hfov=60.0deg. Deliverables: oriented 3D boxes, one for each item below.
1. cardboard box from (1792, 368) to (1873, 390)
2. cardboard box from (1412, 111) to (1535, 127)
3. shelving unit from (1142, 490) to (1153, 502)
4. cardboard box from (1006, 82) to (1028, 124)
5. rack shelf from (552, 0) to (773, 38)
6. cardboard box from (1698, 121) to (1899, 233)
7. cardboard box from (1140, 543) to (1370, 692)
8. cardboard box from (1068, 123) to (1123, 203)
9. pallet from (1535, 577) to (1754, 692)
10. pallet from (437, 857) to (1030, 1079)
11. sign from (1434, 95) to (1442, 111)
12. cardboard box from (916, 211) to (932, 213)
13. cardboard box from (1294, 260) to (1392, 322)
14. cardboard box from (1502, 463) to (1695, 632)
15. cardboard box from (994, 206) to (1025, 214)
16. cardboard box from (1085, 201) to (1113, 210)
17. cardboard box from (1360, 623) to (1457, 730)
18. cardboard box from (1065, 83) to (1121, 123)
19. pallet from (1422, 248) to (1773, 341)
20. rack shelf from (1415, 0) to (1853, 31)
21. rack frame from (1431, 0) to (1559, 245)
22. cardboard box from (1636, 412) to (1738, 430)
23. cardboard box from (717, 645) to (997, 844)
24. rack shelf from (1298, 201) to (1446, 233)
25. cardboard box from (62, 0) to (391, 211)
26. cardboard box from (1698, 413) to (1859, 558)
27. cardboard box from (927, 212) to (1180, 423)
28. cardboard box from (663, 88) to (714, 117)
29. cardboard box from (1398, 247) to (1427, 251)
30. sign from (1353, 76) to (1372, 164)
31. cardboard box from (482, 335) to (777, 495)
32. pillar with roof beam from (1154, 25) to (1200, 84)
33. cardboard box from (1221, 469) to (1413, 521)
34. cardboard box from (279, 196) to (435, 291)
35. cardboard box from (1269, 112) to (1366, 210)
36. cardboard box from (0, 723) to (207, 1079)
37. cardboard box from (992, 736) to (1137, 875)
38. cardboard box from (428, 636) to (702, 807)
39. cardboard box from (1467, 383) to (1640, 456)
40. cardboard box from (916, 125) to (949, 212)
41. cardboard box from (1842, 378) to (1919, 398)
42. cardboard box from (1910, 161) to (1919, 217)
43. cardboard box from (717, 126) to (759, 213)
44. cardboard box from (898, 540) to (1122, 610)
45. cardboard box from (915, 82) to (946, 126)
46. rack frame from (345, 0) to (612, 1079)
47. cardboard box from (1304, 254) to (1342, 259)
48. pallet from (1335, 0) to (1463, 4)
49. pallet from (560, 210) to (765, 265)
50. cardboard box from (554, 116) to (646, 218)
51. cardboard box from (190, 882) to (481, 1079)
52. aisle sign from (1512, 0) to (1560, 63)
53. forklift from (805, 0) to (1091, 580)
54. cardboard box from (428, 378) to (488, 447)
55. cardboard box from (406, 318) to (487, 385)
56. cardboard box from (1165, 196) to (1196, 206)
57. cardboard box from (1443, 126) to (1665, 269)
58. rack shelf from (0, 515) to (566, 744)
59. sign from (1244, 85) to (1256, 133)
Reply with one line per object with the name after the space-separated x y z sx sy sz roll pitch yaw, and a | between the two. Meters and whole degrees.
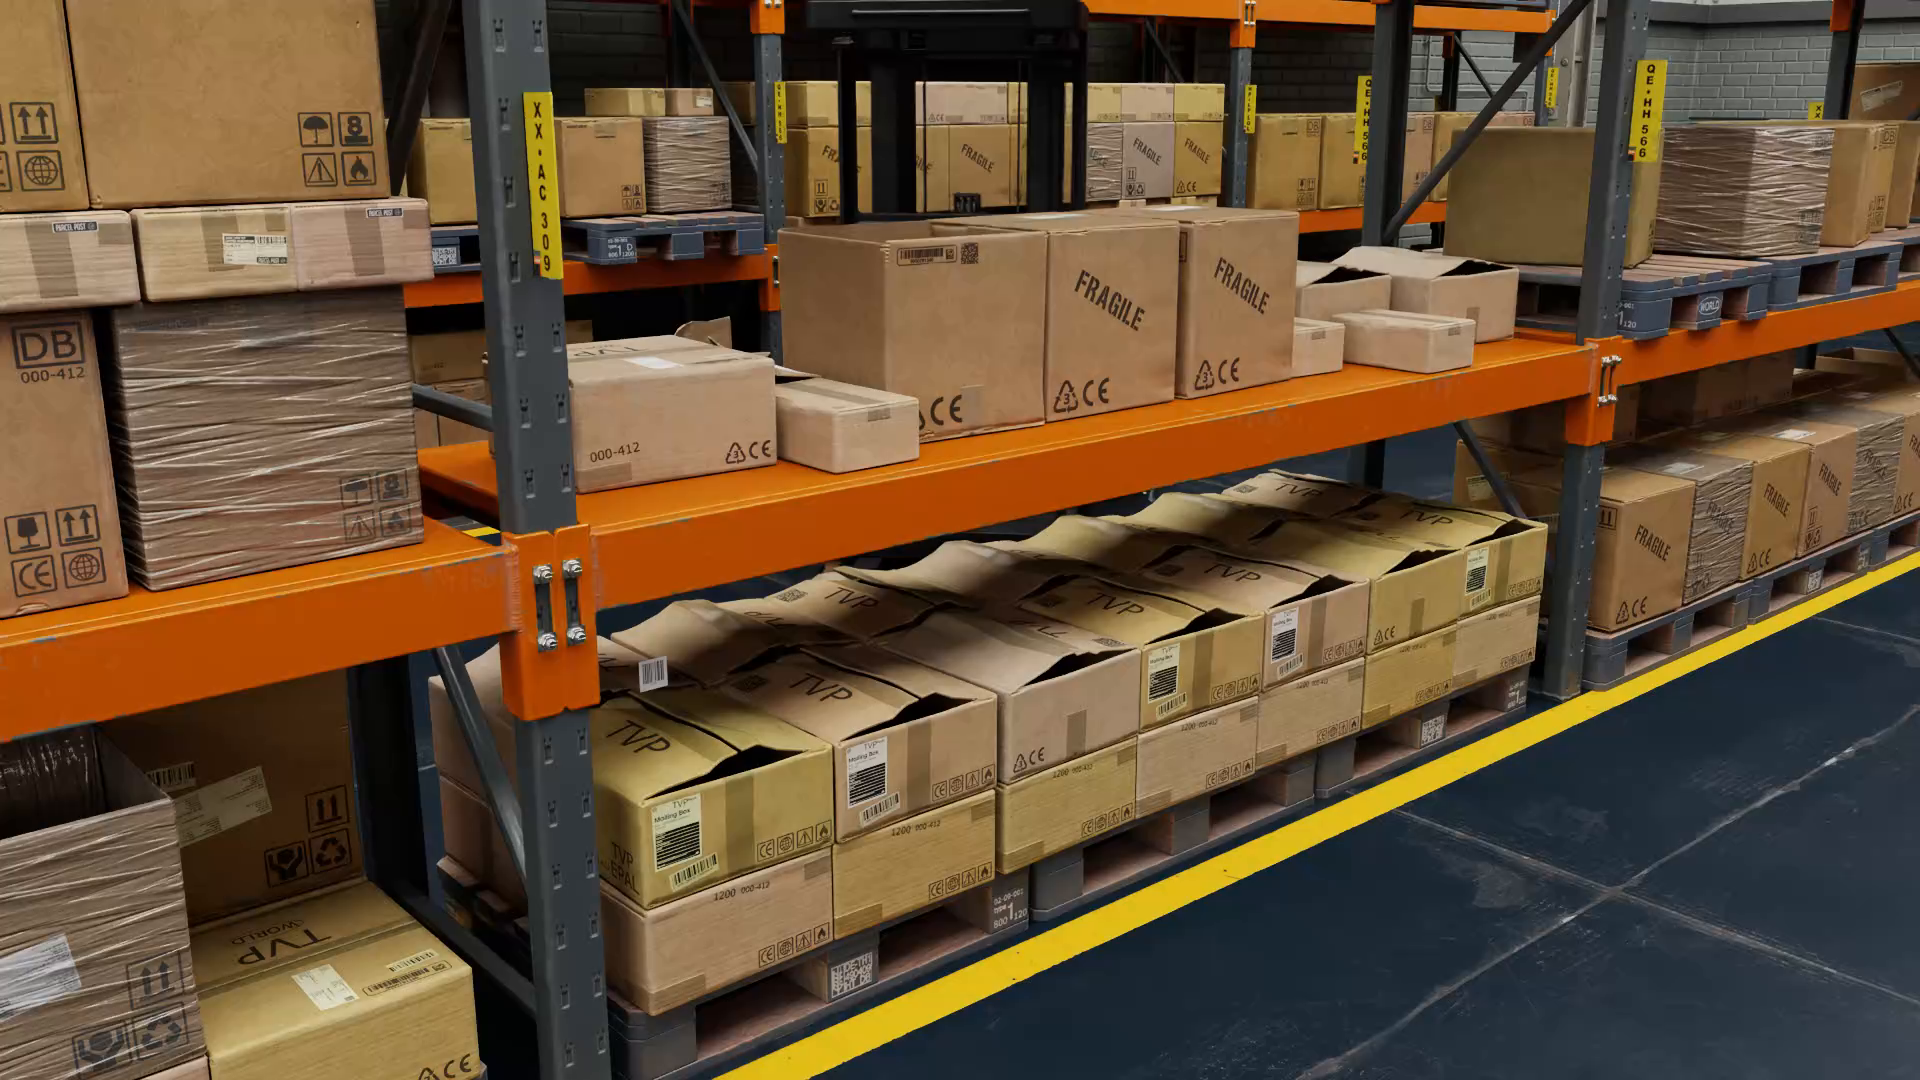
4.397 -0.612 8.720 0.500 0.500 0.500 -14 20 -42 | cardboard box
4.307 -3.340 14.359 0.700 0.700 0.980 -12 19 -37 | cardboard box
0.785 -0.811 8.959 0.503 1.200 0.258 -1 15 -4 | shelving unit
0.322 -2.783 10.594 0.500 0.250 0.500 -13 20 -40 | cardboard box
-2.859 -2.691 8.092 4.000 0.370 1.077 -13 19 -39 | rack shelf
3.941 -1.727 7.897 0.500 0.500 0.700 -9 17 -31 | cardboard box
0.900 0.202 5.111 0.500 0.311 0.500 -13 20 -40 | cardboard box
0.722 -2.508 11.018 0.500 0.500 0.500 -13 19 -39 | cardboard box
2.492 0.264 6.852 1.213 0.211 1.003 -13 19 -39 | pallet
-0.583 0.928 4.365 1.213 0.211 1.003 -13 19 -39 | pallet
4.325 -3.849 15.015 0.005 0.325 0.100 -13 19 -39 | sign
-0.389 -1.963 10.234 0.250 0.149 0.380 -13 20 -40 | cardboard box
1.103 -0.807 5.632 0.500 0.311 0.500 -13 20 -40 | cardboard box
2.435 0.010 6.393 0.500 0.500 0.500 -12 19 -37 | cardboard box
0.200 -2.089 10.705 0.250 0.149 0.380 -13 19 -39 | cardboard box
0.810 -2.214 11.175 0.250 0.149 0.380 -13 19 -39 | cardboard box
1.281 0.386 5.506 0.500 0.250 0.500 -13 20 -40 | cardboard box
0.706 -2.869 10.917 0.500 0.250 0.500 -12 19 -38 | cardboard box
2.370 -1.000 6.552 1.003 0.211 1.213 -13 19 -39 | pallet
3.413 -2.404 7.021 4.000 0.370 1.077 -13 19 -39 | rack shelf
4.685 -3.283 14.728 0.127 3.000 1.000 -13 19 -39 | rack frame
3.238 -0.351 7.742 0.500 0.500 0.500 -14 20 -41 | cardboard box
-0.257 0.463 4.132 0.500 0.311 0.500 -13 20 -40 | cardboard box
3.176 -2.597 13.553 4.000 0.370 1.077 -13 19 -39 | rack shelf
-1.444 -0.885 3.043 0.500 0.500 0.700 -13 19 -39 | cardboard box
3.599 -0.254 7.378 0.500 0.500 0.500 -14 20 -41 | cardboard box
0.252 -0.636 4.624 0.500 0.500 0.500 -13 19 -39 | cardboard box
-1.591 -2.438 9.261 0.380 0.149 0.250 13 20 40 | cardboard box
3.804 -2.428 14.299 0.250 0.149 0.380 -13 19 -39 | cardboard box
1.541 -1.589 6.297 0.005 0.325 0.100 -13 19 -39 | sign
-0.770 -0.306 3.873 0.500 0.250 0.500 -11 19 -36 | cardboard box
4.454 -4.953 9.354 0.400 9.000 9.100 -13 19 -39 | pillar with roof beam
1.317 -0.078 6.157 0.500 0.311 0.500 -12 19 -38 | cardboard box
-1.178 -0.560 3.085 0.250 0.149 0.380 -13 20 -39 | cardboard box
2.641 -2.962 12.944 0.700 0.700 0.980 -13 20 -41 | cardboard box
-1.704 0.680 2.952 0.500 0.500 0.500 -13 19 -39 | cardboard box
0.129 0.644 4.539 0.500 0.250 0.500 -13 20 -41 | cardboard box
-0.996 0.444 4.204 0.500 0.311 0.500 -13 19 -39 | cardboard box
2.496 -0.546 7.019 0.500 0.250 0.500 -12 19 -37 | cardboard box
-0.415 -2.249 10.048 0.500 0.500 0.500 -12 19 -38 | cardboard box
4.738 -0.507 8.327 0.500 0.500 0.500 -13 20 -40 | cardboard box
5.131 -1.825 9.075 0.500 0.500 0.500 -12 19 -38 | cardboard box
-1.167 -2.261 10.093 0.500 0.500 0.500 -12 19 -39 | cardboard box
0.152 0.186 5.169 0.500 0.311 0.500 -13 20 -40 | cardboard box
-0.434 -2.610 9.945 0.500 0.250 0.500 -13 20 -40 | cardboard box
-1.113 -0.286 3.510 0.127 3.000 1.000 -13 19 -39 | rack frame
3.039 -2.256 13.656 0.250 0.149 0.380 -13 20 -40 | cardboard box
3.211 -4.354 13.097 1.213 0.211 1.003 -13 19 -39 | pallet
-1.818 -1.694 9.150 1.003 0.211 1.213 -13 19 -39 | pallet
-2.102 -2.007 8.905 0.700 0.500 0.500 14 20 42 | cardboard box
-1.320 0.960 3.357 0.500 0.250 0.500 -13 19 -39 | cardboard box
4.936 -4.493 14.220 0.004 0.787 0.394 -13 19 -39 | aisle sign
-0.021 -1.228 7.168 1.130 2.935 3.031 2 15 7 | forklift
-2.680 -0.646 8.848 0.500 0.500 0.700 -13 20 -40 | cardboard box
-2.715 -0.990 8.683 0.500 0.250 0.500 -13 20 -40 | cardboard box
1.423 -2.334 11.623 0.250 0.149 0.380 -12 19 -38 | cardboard box
2.305 -1.344 6.461 0.700 0.500 0.500 8 17 28 | cardboard box
-2.622 0.400 2.334 4.000 0.370 1.077 -13 19 -39 | rack shelf
2.031 -3.023 11.663 0.005 0.325 0.100 -13 19 -39 | sign
